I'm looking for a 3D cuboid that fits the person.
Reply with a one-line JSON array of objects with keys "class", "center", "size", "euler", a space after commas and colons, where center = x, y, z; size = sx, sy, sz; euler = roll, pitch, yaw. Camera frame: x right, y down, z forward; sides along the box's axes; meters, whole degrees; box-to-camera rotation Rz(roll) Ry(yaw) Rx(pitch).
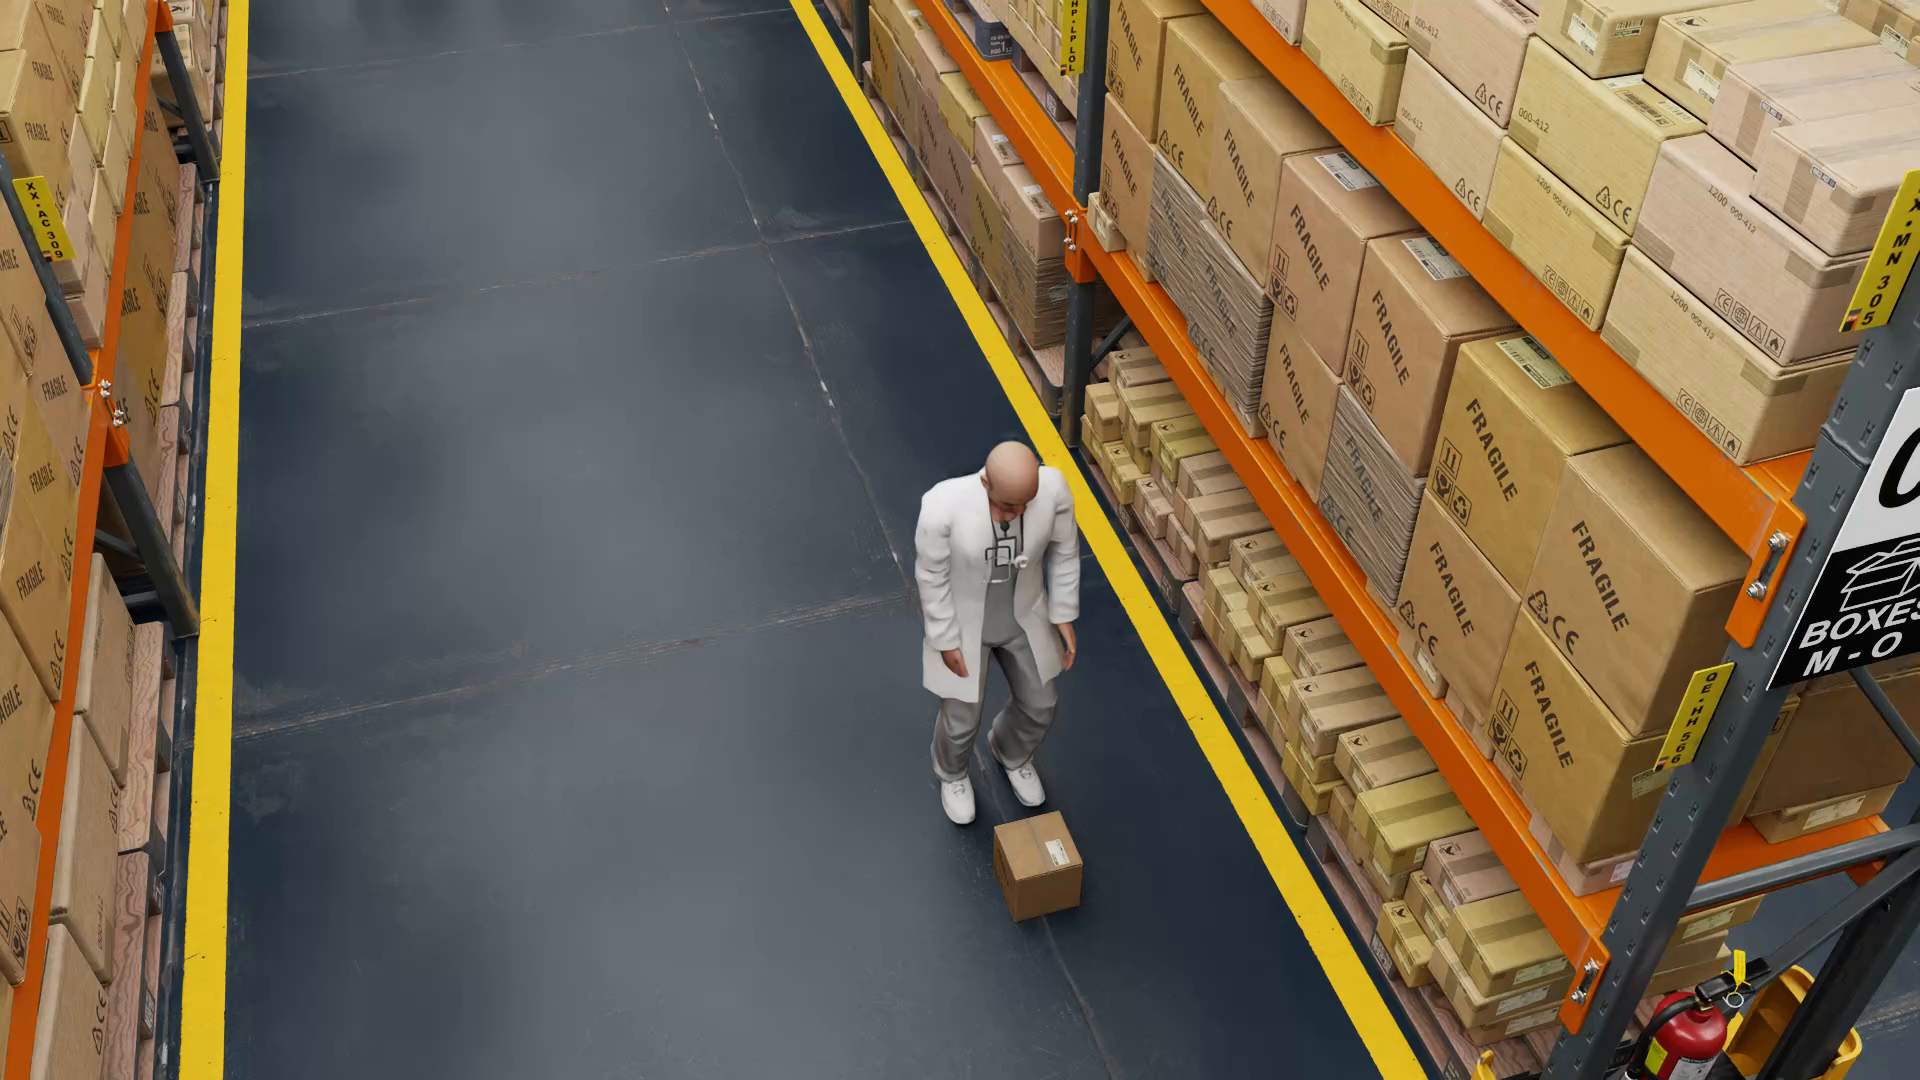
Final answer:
[{"class": "person", "center": [0.136, 0.297, 5.885], "size": [0.591, 1.727, 0.425], "euler": [-11, 43, -13]}]
